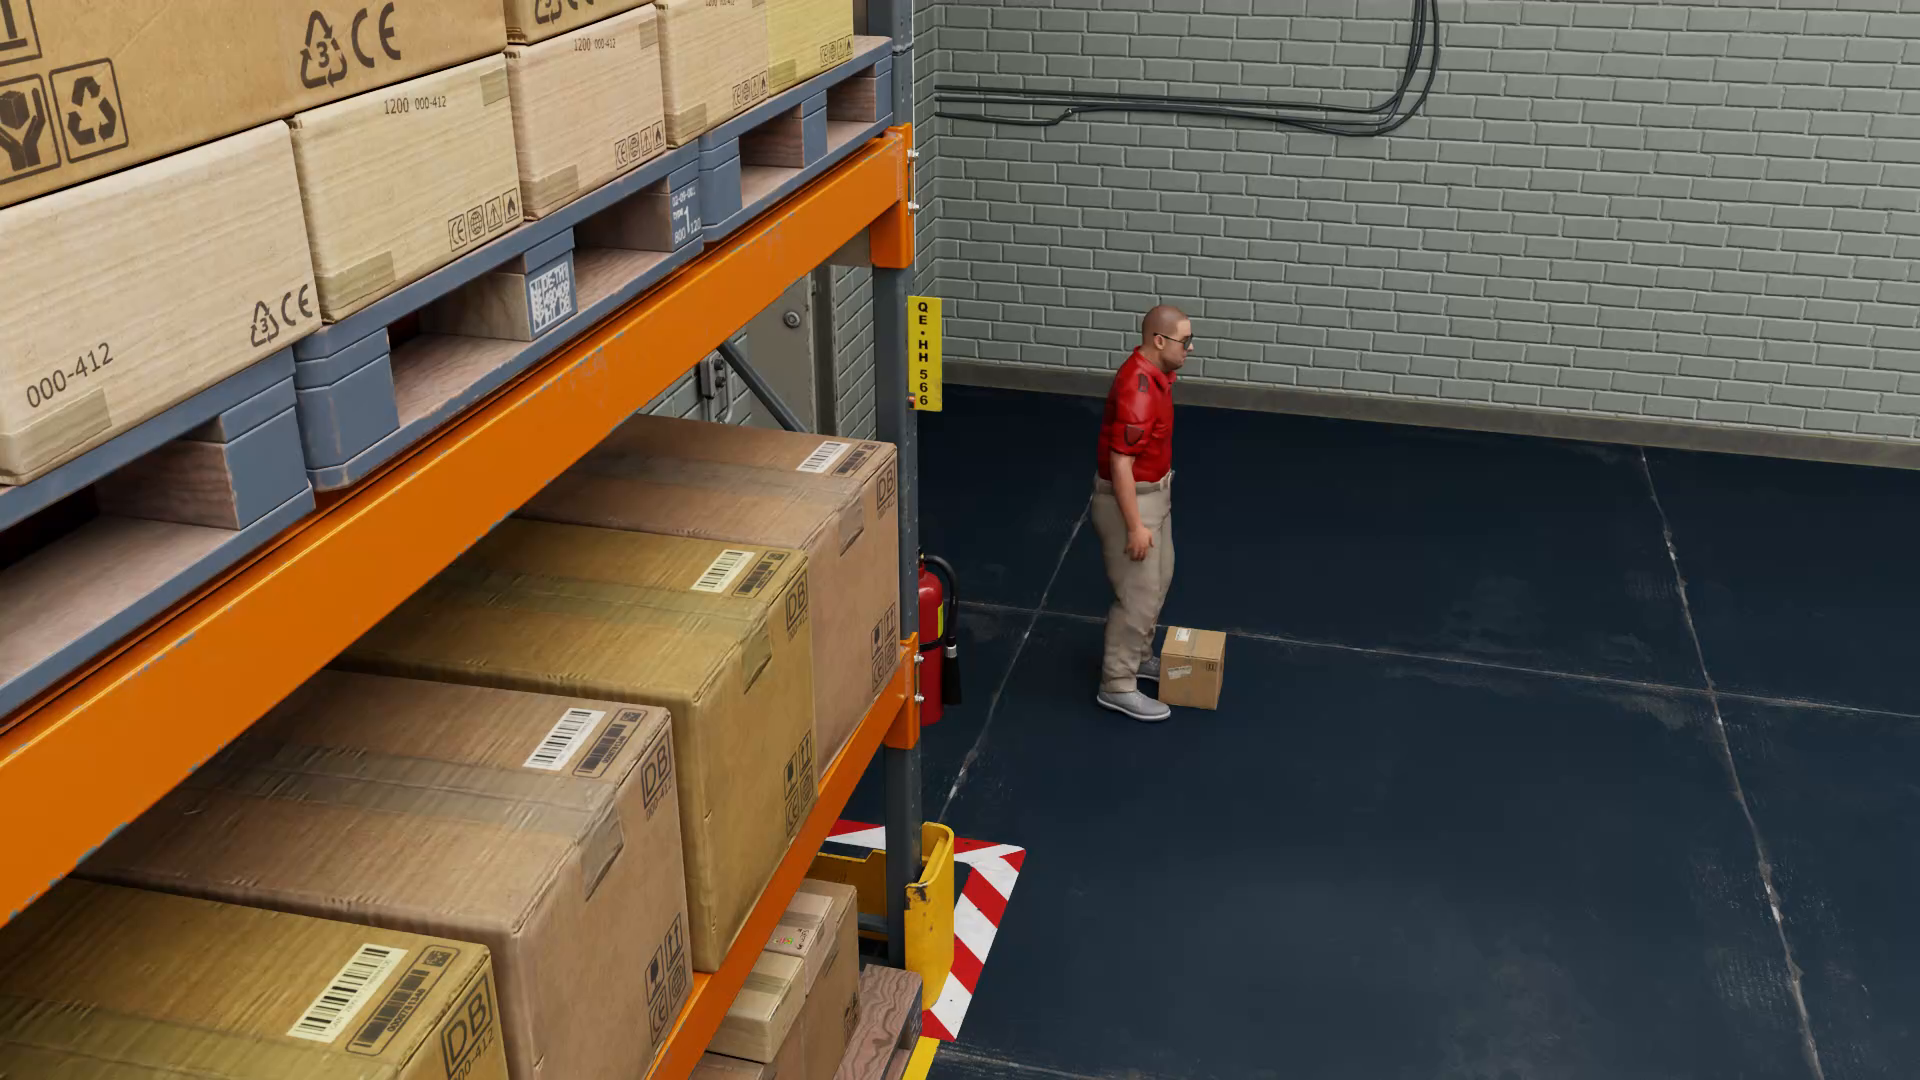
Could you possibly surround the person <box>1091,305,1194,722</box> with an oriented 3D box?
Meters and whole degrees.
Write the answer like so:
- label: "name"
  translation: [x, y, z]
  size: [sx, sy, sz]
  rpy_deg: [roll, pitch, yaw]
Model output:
- label: "person"
  translation: [0.771, -0.138, 6.917]
  size: [0.425, 1.727, 0.586]
  rpy_deg: [6, 26, 13]
